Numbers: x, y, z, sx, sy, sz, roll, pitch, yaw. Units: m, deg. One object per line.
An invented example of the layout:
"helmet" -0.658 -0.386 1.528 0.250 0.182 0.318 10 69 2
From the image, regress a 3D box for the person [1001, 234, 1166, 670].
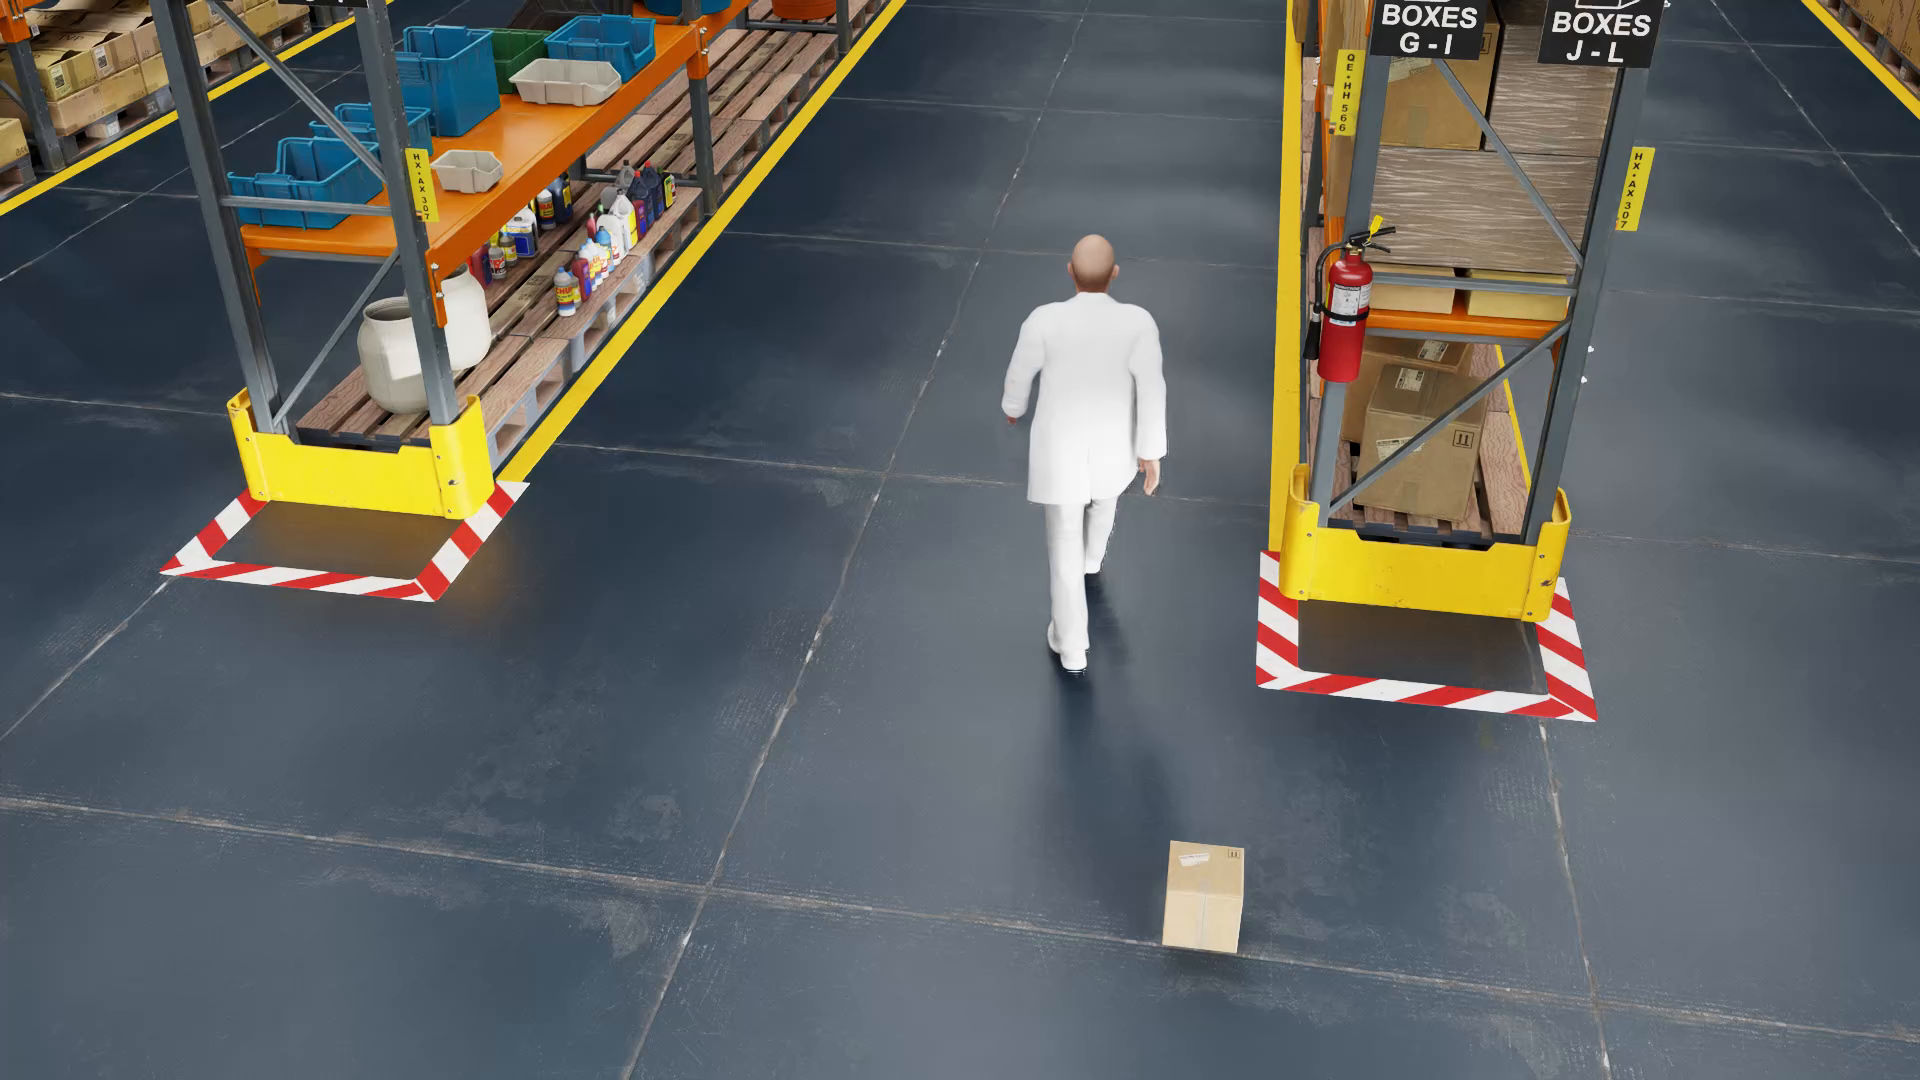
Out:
"person" 0.499 -0.452 6.848 0.632 1.722 1.123 -2 32 -3
